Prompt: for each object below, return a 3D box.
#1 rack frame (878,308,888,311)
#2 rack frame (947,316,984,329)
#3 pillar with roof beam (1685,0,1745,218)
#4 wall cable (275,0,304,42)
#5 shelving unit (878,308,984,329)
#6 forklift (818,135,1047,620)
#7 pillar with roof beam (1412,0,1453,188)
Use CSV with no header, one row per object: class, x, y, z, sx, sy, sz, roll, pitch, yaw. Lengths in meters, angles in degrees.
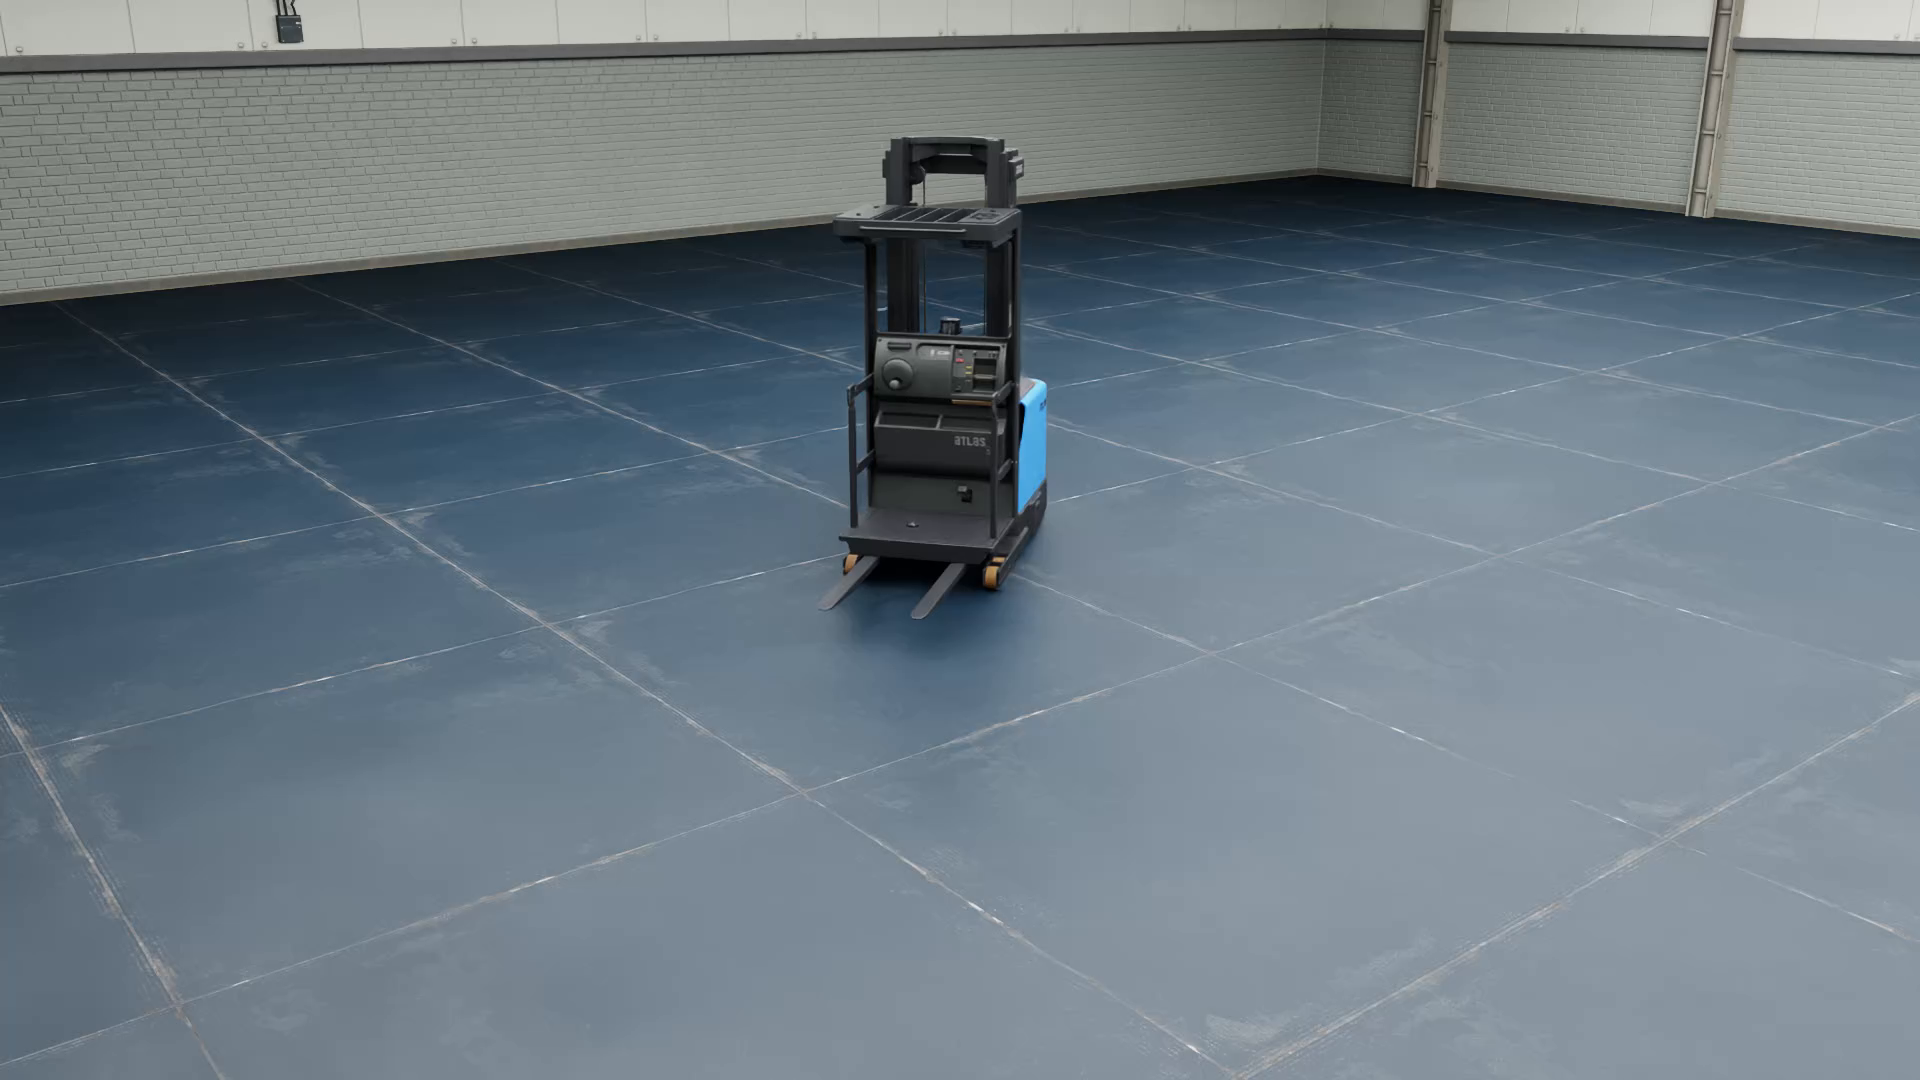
rack frame,-0.571,-1.295,13.886,0.500,1.500,0.032,-15,24,-39
rack frame,0.096,-1.053,13.158,0.500,1.500,0.032,-15,24,-39
pillar with roof beam,9.975,-9.276,26.062,9.100,9.000,0.400,-14,23,-36
wall cable,-8.409,-9.895,22.518,2.305,6.003,0.169,-14,23,-36
shelving unit,-0.238,-1.174,13.522,0.538,1.500,1.048,-15,24,-39
forklift,-0.187,-1.184,11.274,1.130,2.935,3.031,5,19,14
pillar with roof beam,6.250,-10.755,30.527,9.100,9.000,0.400,-14,23,-36
